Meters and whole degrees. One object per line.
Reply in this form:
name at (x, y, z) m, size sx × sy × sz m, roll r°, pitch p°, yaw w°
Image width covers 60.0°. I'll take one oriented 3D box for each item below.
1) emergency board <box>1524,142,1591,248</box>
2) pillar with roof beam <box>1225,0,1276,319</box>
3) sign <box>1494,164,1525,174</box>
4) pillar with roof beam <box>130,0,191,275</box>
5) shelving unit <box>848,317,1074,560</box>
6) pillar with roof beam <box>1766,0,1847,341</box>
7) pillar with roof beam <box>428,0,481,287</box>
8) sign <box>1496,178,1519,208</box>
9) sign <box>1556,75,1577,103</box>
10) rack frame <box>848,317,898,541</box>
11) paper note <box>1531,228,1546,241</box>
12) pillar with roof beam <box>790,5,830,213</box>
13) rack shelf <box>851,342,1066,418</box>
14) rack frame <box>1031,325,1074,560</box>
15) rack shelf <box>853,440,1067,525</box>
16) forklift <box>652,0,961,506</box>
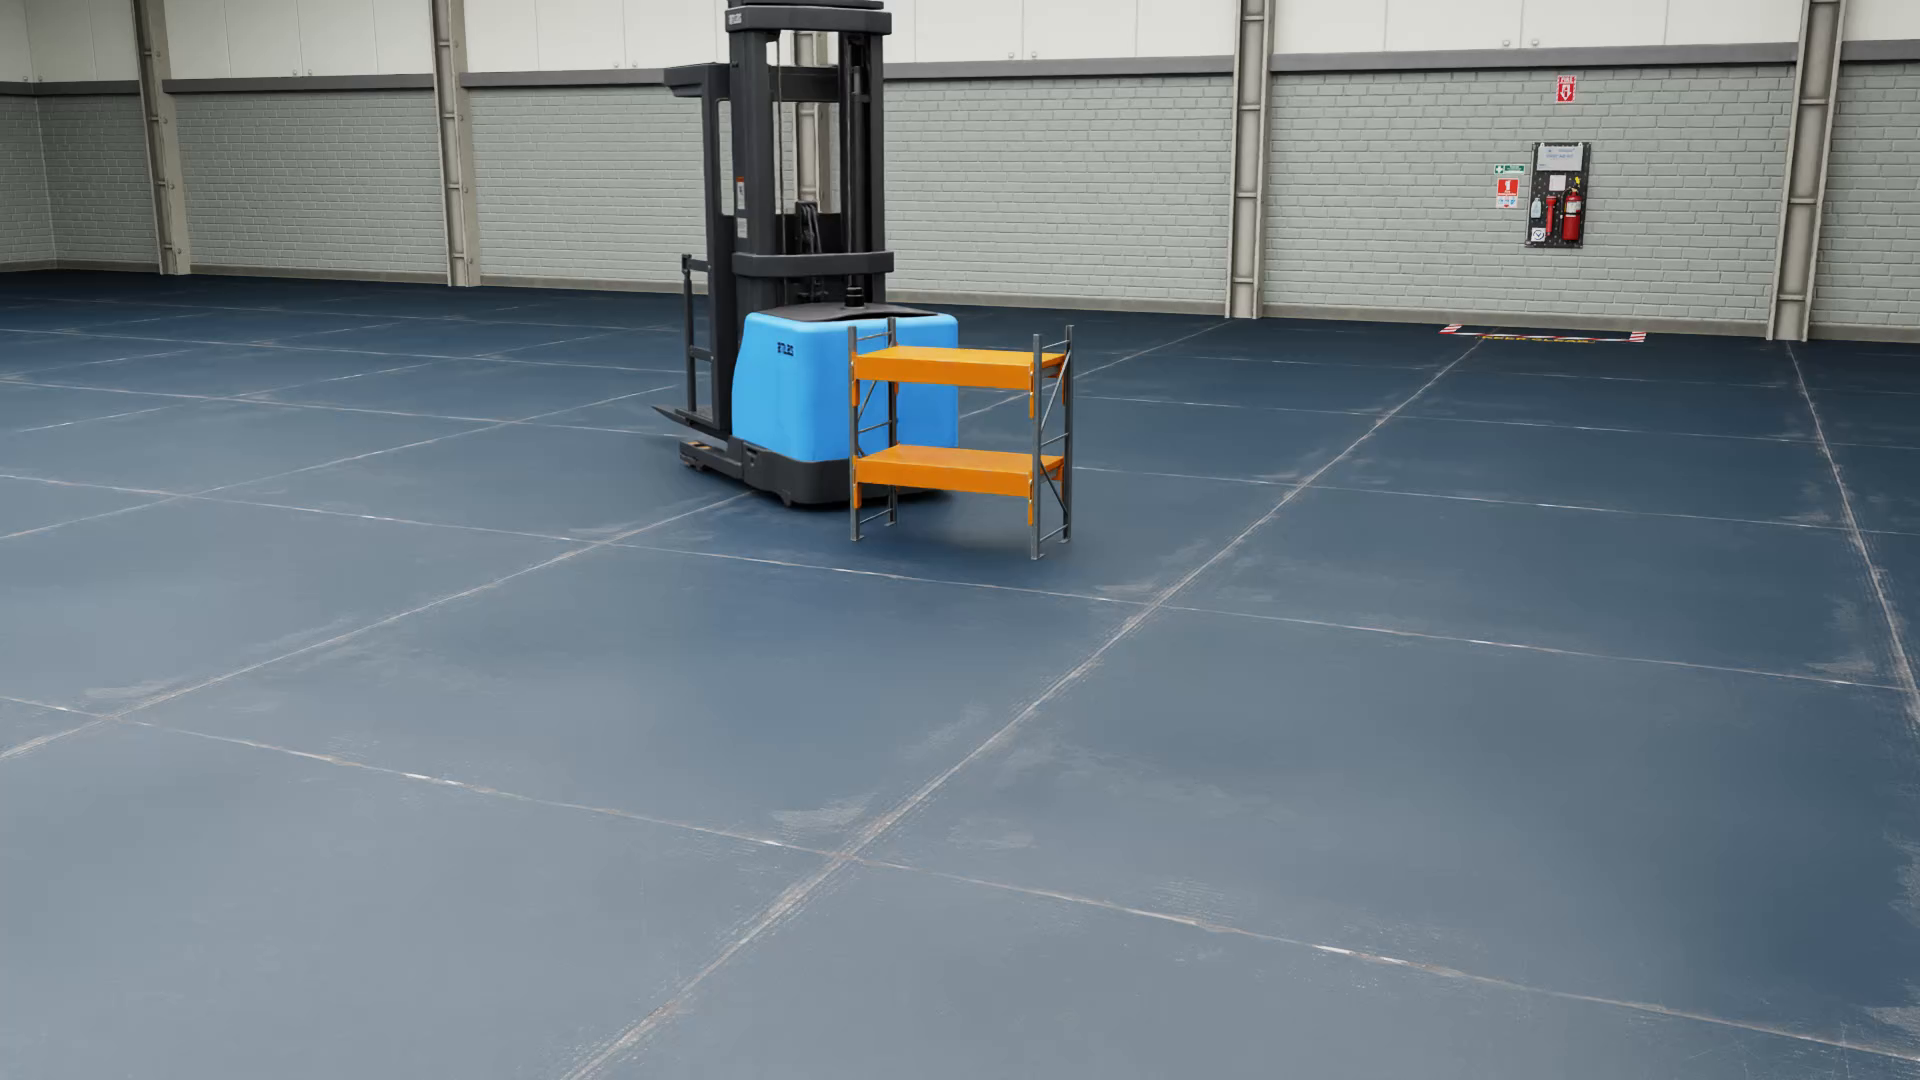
emergency board at (6.727, -3.879, 18.719) m, size 0.643 × 1.169 × 0.194 m, roll 6°, pitch 14°, yaw 23°
pillar with roof beam at (1.741, -6.219, 15.559) m, size 0.400 × 9.000 × 9.100 m, roll 6°, pitch 14°, yaw 23°
sign at (6.264, -4.225, 18.955) m, size 0.331 × 0.109 × 0.001 m, roll 6°, pitch 14°, yaw 23°
pillar with roof beam at (-14.716, -7.884, 22.657) m, size 0.400 × 9.000 × 9.100 m, roll 6°, pitch 14°, yaw 23°
shelving unit at (0.006, -0.547, 8.624) m, size 1.048 × 1.125 × 0.538 m, roll 6°, pitch 14°, yaw 23°
pillar with roof beam at (7.227, -5.664, 13.193) m, size 0.400 × 9.000 × 9.100 m, roll 6°, pitch 14°, yaw 23°
pillar with roof beam at (-9.230, -7.329, 20.291) m, size 0.400 × 9.000 × 9.100 m, roll 6°, pitch 14°, yaw 23°
sign at (6.263, -3.969, 19.025) m, size 0.234 × 0.329 × 0.001 m, roll 6°, pitch 14°, yaw 23°
sign at (6.760, -5.029, 18.546) m, size 0.199 × 0.298 × 0.001 m, roll 6°, pitch 14°, yaw 23°
rack frame at (-0.459, -0.594, 8.824) m, size 0.032 × 1.125 × 0.500 m, roll 6°, pitch 14°, yaw 23°
paper note at (6.593, -3.481, 18.951) m, size 0.142 × 0.148 × 0.016 m, roll 6°, pitch 14°, yaw 23°
pillar with roof beam at (-3.745, -6.774, 17.925) m, size 0.400 × 9.000 × 9.100 m, roll 6°, pitch 14°, yaw 23°
rack shelf at (0.006, -0.832, 8.557) m, size 1.000 × 0.278 × 0.538 m, roll 6°, pitch 14°, yaw 23°
rack frame at (0.471, -0.500, 8.423) m, size 0.032 × 1.125 × 0.500 m, roll 6°, pitch 14°, yaw 23°
rack shelf at (0.006, -0.309, 8.680) m, size 1.000 × 0.278 × 0.538 m, roll 6°, pitch 14°, yaw 23°
forklift at (-1.162, -1.908, 10.471) m, size 1.130 × 2.935 × 3.031 m, roll -7°, pitch 15°, yaw -29°
